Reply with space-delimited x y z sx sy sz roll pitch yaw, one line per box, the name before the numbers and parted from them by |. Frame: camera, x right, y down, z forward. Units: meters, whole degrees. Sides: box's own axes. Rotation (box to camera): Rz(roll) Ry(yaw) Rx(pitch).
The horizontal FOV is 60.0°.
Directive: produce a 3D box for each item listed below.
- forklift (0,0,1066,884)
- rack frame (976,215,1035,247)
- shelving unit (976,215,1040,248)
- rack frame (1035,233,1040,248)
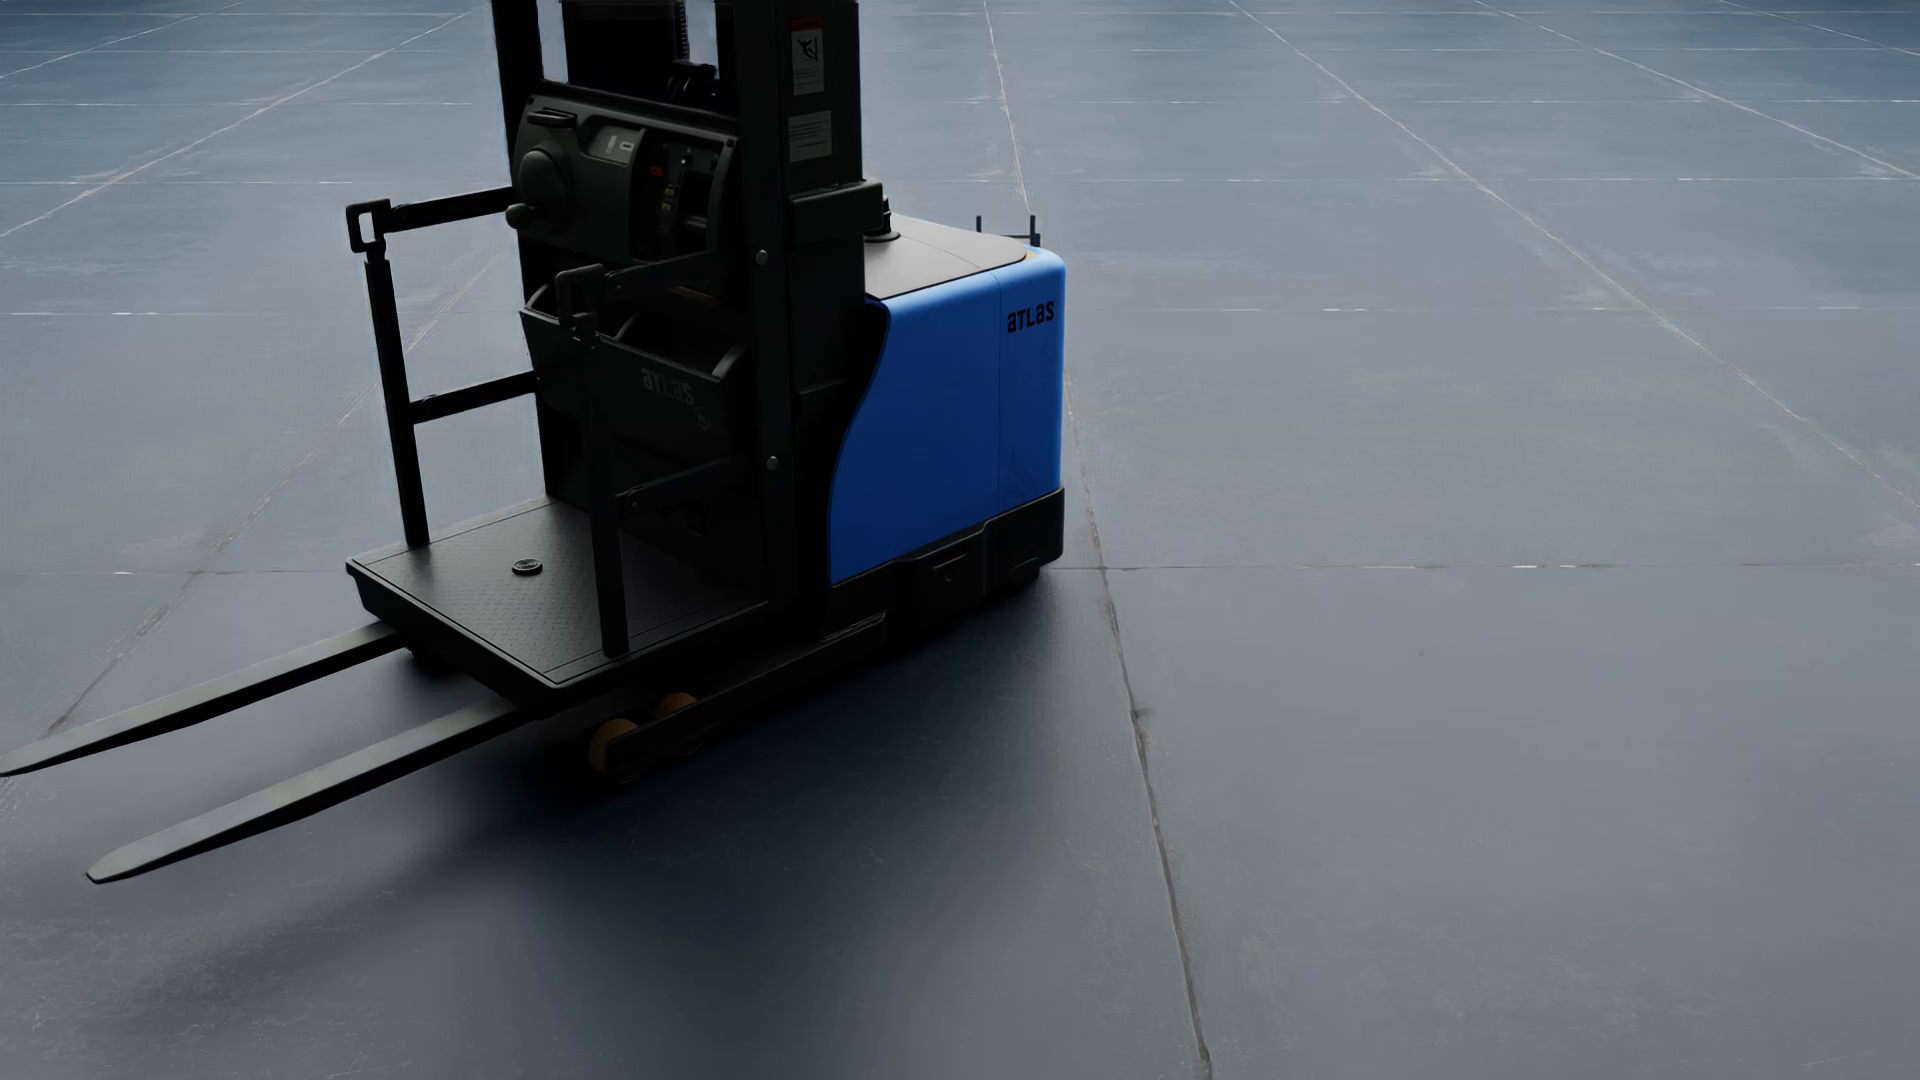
forklift | -1.046 -0.938 4.267 1.130 2.935 3.031 22 32 39
rack frame | 0.155 -0.620 5.846 0.200 1.050 0.008 -1 24 -1
shelving unit | 0.158 -0.569 5.735 0.215 1.050 0.252 -1 24 -1
rack frame | 0.161 -0.519 5.624 0.200 1.050 0.008 -1 24 -1
